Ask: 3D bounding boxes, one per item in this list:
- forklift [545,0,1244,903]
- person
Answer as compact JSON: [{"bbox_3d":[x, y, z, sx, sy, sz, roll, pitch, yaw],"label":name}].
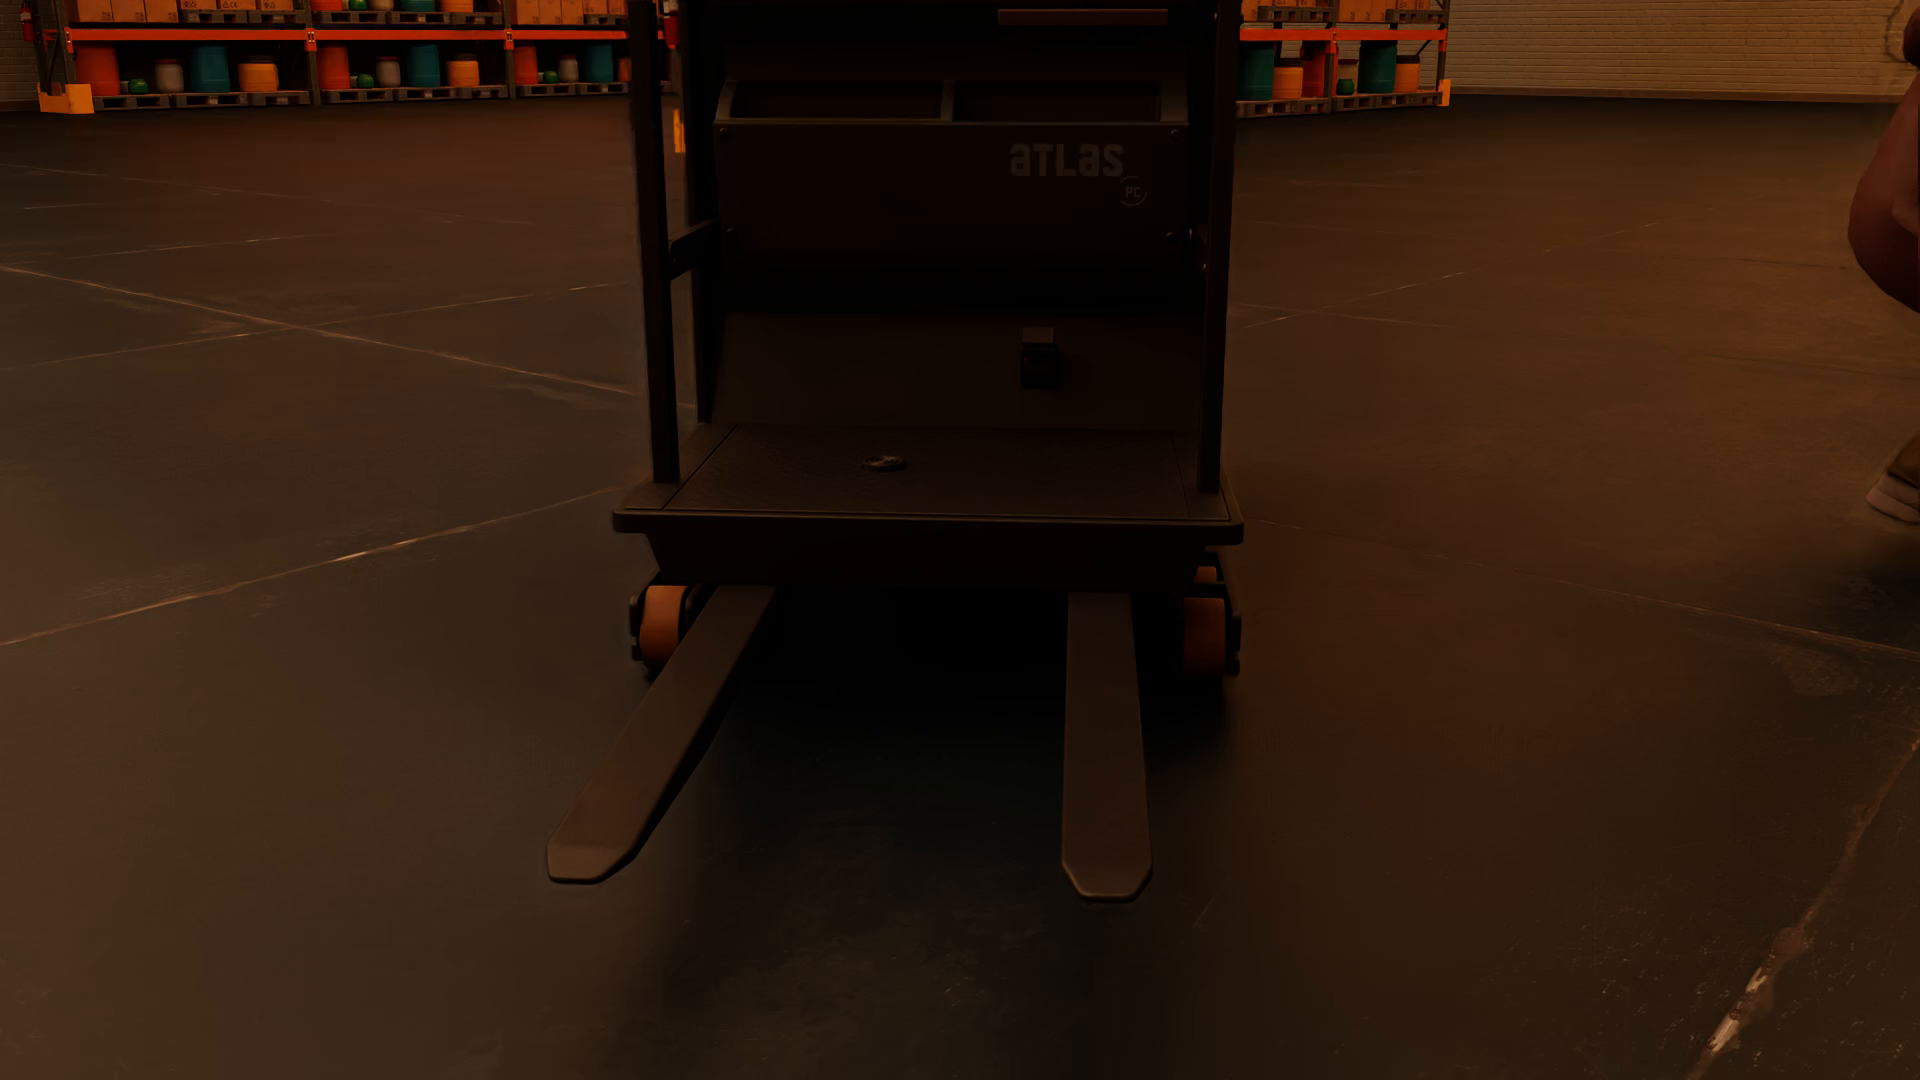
[{"bbox_3d":[-0.029,-1.234,2.963,1.130,2.935,3.031,1,17,4],"label":"forklift"},{"bbox_3d":[2.478,-0.679,3.699,0.879,1.547,0.861,-14,22,-38],"label":"person"}]
